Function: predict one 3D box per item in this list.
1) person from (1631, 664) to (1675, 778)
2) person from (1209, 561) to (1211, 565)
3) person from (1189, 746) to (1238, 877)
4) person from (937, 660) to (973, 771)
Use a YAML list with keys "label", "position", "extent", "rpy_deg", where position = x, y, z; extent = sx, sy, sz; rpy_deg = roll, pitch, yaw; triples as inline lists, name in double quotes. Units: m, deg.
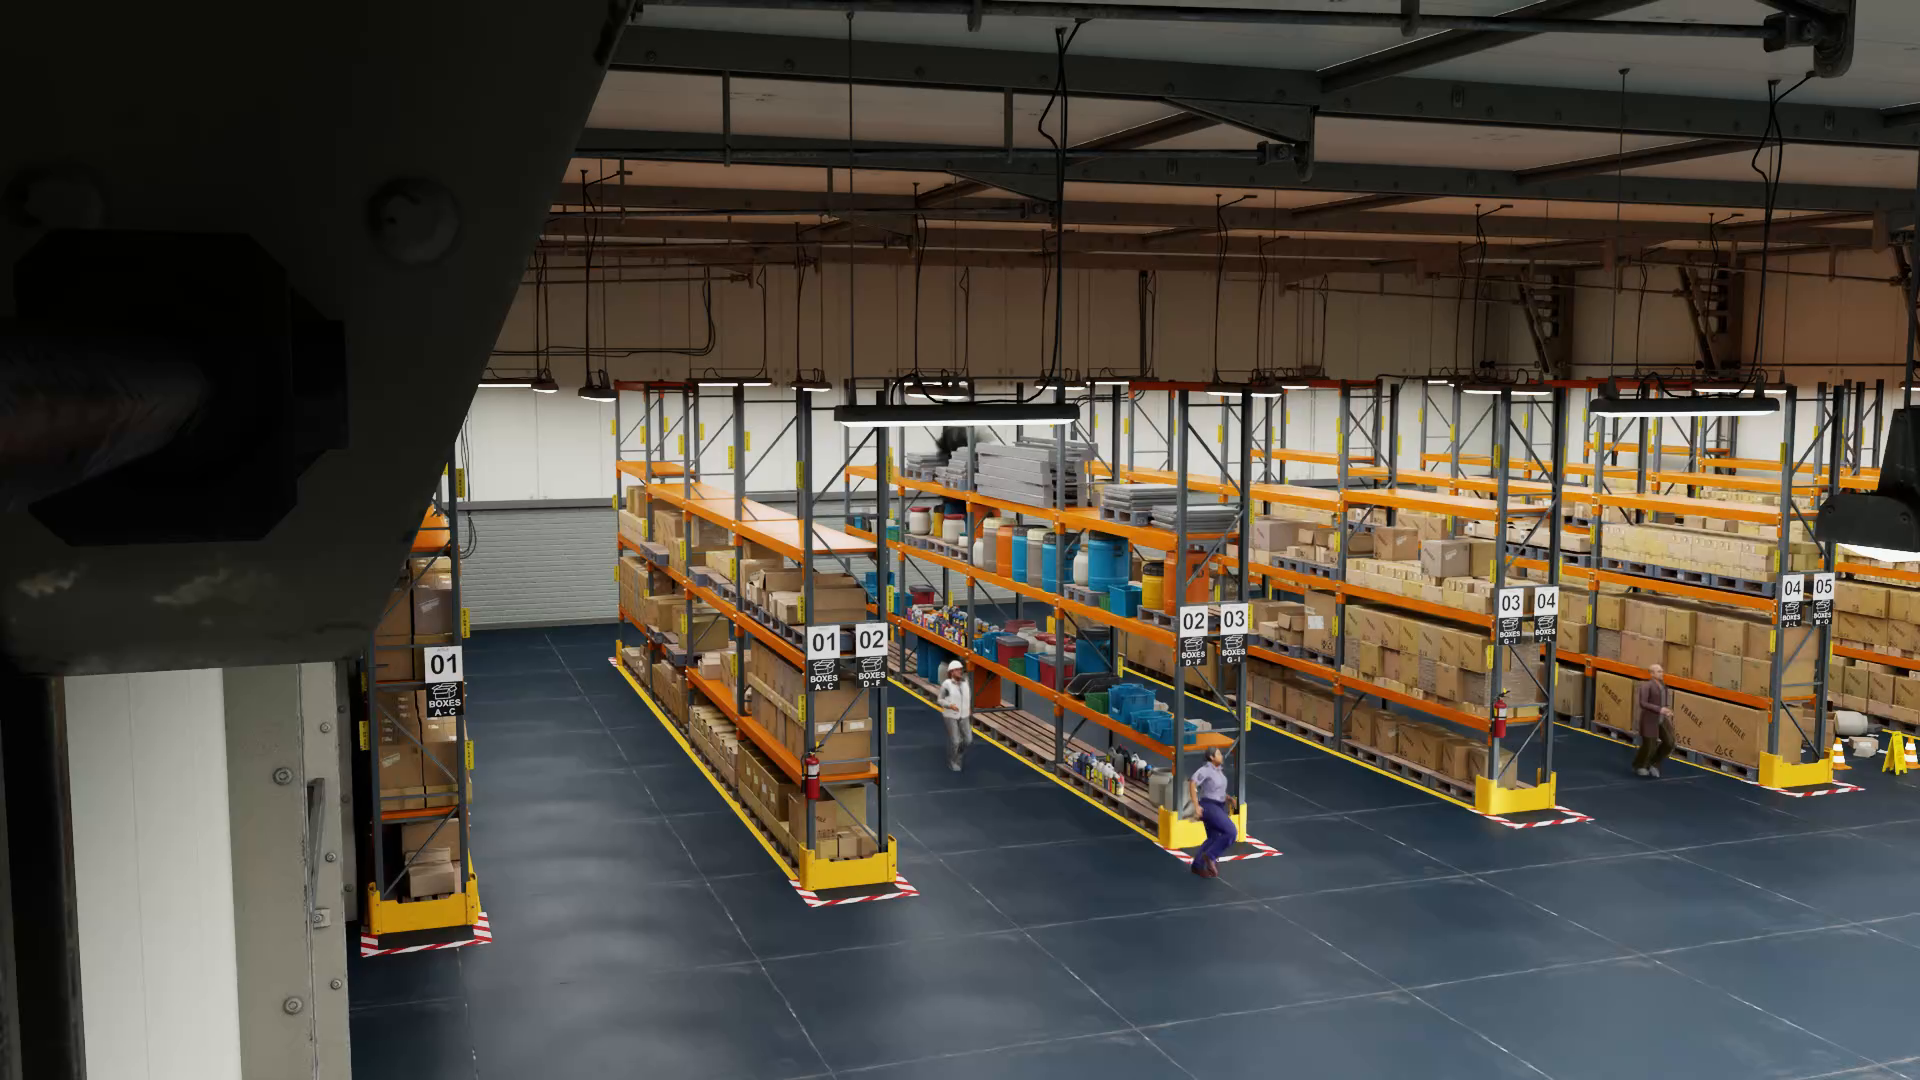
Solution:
- label: "person"
  position: [10.636, 2.827, 25.413]
  extent: [0.732, 1.710, 0.744]
  rpy_deg: [-3, 7, -28]
- label: "person"
  position: [5.691, 1.309, 39.191]
  extent: [0.724, 1.730, 0.945]
  rpy_deg: [2, 7, 22]
- label: "person"
  position: [3.184, 3.359, 20.628]
  extent: [0.596, 1.581, 0.619]
  rpy_deg: [2, 7, 22]
- label: "person"
  position: [-0.012, 2.740, 25.831]
  extent: [0.668, 1.733, 0.569]
  rpy_deg: [-3, 7, -28]
